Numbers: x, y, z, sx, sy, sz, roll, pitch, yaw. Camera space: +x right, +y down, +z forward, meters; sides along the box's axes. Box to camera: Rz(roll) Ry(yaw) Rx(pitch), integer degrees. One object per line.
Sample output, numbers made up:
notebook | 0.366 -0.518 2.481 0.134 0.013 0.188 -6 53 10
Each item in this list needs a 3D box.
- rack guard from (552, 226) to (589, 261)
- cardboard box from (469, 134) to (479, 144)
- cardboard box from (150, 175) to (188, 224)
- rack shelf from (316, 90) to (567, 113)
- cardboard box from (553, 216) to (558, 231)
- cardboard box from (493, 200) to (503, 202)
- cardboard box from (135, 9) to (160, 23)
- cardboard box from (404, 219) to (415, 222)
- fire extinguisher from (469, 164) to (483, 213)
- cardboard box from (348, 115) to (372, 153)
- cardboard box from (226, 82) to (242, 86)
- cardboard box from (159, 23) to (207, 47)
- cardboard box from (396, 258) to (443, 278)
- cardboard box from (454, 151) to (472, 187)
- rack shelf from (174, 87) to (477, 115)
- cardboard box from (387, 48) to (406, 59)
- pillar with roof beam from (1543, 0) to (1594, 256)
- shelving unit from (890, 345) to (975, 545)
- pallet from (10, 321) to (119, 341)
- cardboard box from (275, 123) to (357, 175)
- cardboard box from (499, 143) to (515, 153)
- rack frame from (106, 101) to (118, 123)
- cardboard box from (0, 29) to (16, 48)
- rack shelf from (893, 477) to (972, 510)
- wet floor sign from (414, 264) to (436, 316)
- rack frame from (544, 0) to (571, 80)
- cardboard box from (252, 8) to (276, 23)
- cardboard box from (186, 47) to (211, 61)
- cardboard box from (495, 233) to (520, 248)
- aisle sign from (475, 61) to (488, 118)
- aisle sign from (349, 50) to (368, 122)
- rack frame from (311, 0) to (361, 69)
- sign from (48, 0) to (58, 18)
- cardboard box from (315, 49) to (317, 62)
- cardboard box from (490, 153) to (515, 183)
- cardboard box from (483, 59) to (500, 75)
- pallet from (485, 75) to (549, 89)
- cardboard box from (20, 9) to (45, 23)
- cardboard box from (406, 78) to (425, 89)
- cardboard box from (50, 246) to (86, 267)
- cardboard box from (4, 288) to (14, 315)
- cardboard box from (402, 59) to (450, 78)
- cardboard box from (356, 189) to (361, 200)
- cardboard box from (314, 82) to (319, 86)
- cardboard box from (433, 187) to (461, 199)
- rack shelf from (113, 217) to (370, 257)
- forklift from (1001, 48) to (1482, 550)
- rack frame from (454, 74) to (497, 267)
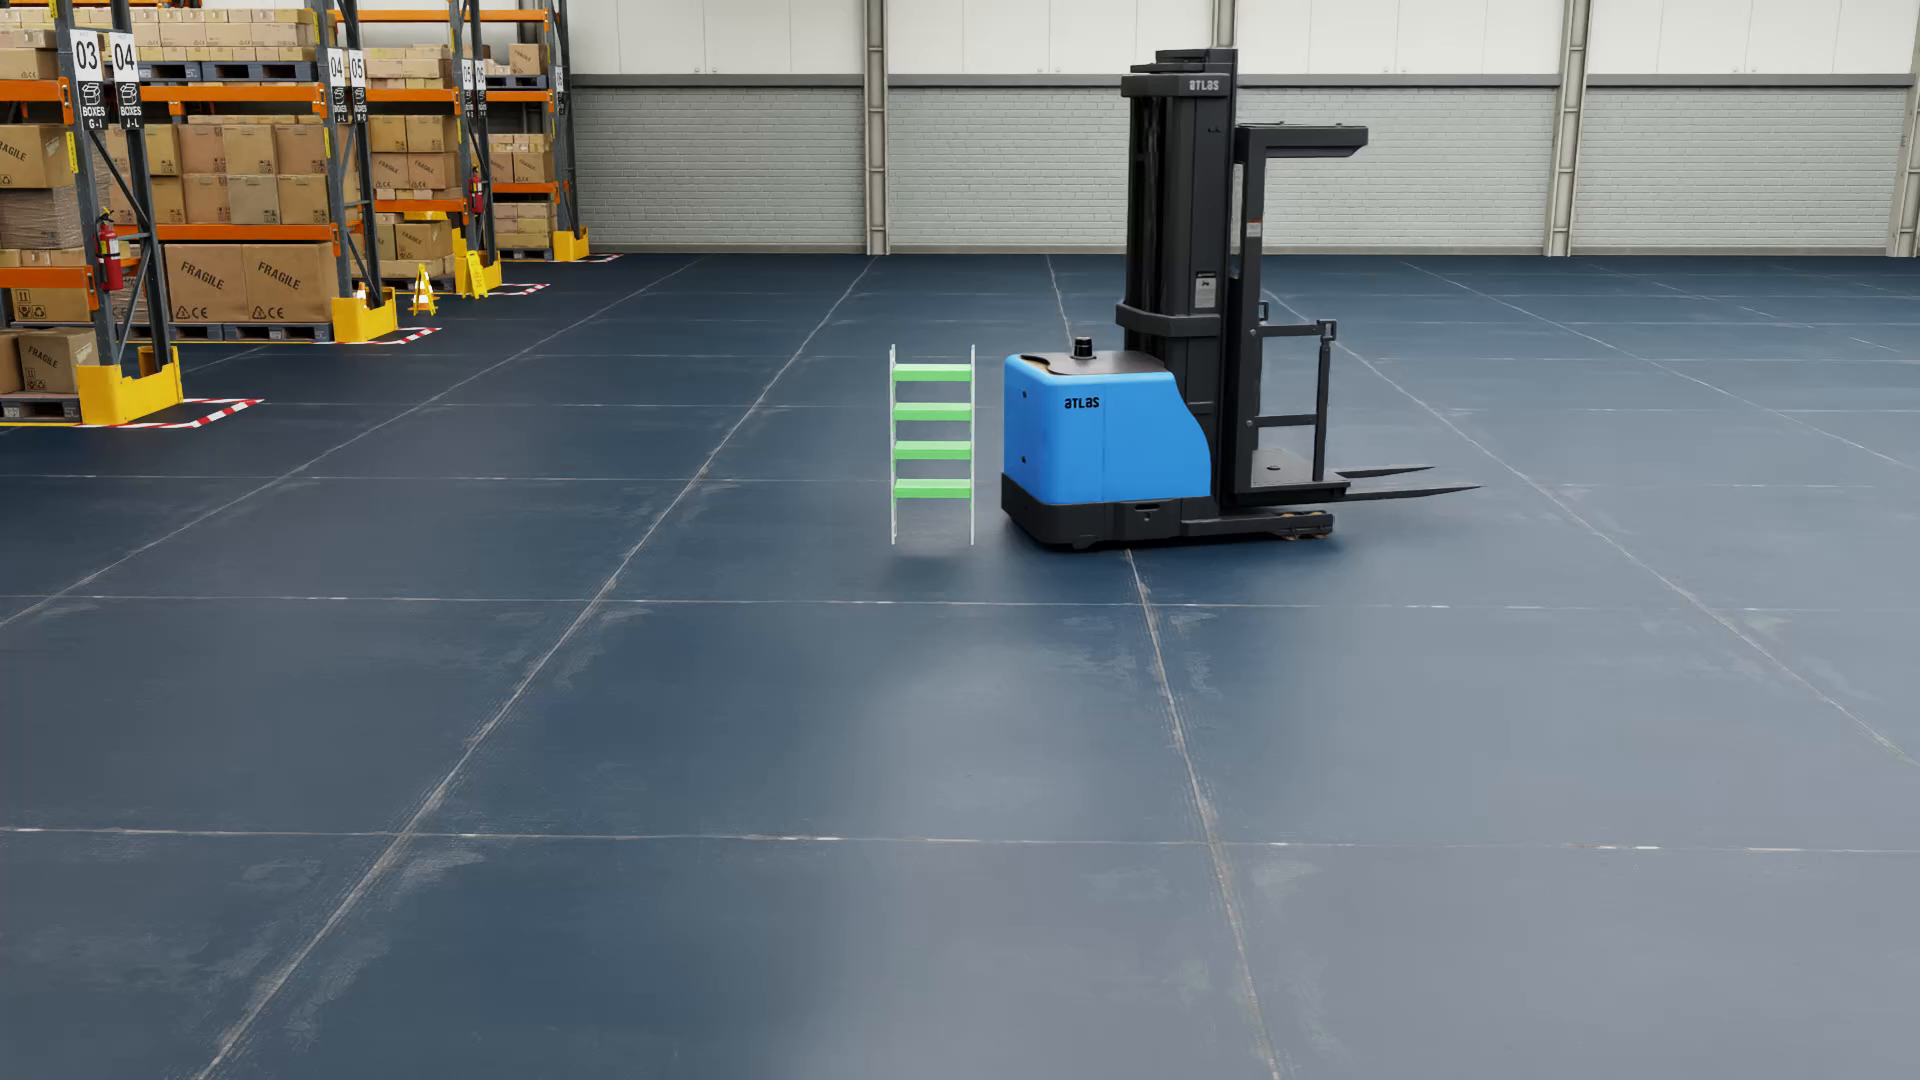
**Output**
rack guard | -6.756 -5.152 28.887 0.348 0.500 1.175 0 15 1
cardboard box | -8.163 -6.798 28.174 0.250 0.149 0.380 1 15 3
cardboard box | -8.939 -3.922 19.031 0.500 0.550 0.875 0 15 1
rack shelf | -8.780 -7.476 28.328 4.000 0.370 1.077 0 15 1
cardboard box | -7.245 -5.532 29.015 0.500 0.250 0.500 1 15 2
cardboard box | -8.255 -5.777 28.965 0.500 0.250 0.500 0 15 1
cardboard box | -8.799 -5.723 18.183 0.250 0.149 0.380 0 15 2
cardboard box | -8.249 -4.409 24.269 0.500 0.500 0.500 0 15 -1
fire extinguisher | -6.801 -4.939 23.333 0.183 0.674 0.296 0 15 1
cardboard box | -8.438 -5.700 23.327 0.500 0.500 0.700 0 15 1
cardboard box | -10.086 -6.396 23.315 0.250 0.149 0.380 0 15 1
cardboard box | -8.427 -5.544 18.285 0.500 0.250 0.500 0 15 1
cardboard box | -7.742 -3.905 23.829 0.500 0.250 0.500 0 15 1
cardboard box | -7.370 -5.361 24.000 0.500 0.500 0.500 0 15 1
rack shelf | -8.903 -6.210 23.530 4.000 0.370 1.077 0 15 1
cardboard box | -7.761 -6.745 23.074 0.250 0.149 0.380 0 15 1
pillar with roof beam | 10.431 -8.281 24.086 0.400 9.000 9.100 0 15 1
shelving unit | -0.165 -0.581 10.191 0.503 1.200 0.258 0 15 1
pallet | -10.169 -2.485 19.344 1.213 0.211 1.003 0 15 1
cardboard box | -7.299 -4.439 18.874 0.550 0.550 0.875 0 15 1
cardboard box | -7.648 -6.665 28.255 0.250 0.149 0.380 1 15 2
rack frame | -14.778 -6.413 28.767 0.127 3.000 1.000 0 15 1
cardboard box | -7.699 -4.092 13.603 0.250 0.149 0.380 0 15 0
rack shelf | -0.165 -0.287 10.269 0.480 0.148 0.258 0 15 1
wet floor sign | -6.849 -3.198 21.197 0.232 0.644 0.267 -2 15 -8
rack frame | -6.780 -9.261 27.804 0.127 3.000 1.000 0 15 1
cardboard box | -7.524 -5.715 18.153 0.250 0.149 0.380 0 15 2
cardboard box | -8.287 -5.335 18.273 0.250 0.149 0.380 0 15 1
cardboard box | -7.755 -5.162 28.594 0.500 0.250 0.500 0 15 1
aisle sign | -6.833 -6.431 23.738 0.004 0.787 0.394 0 15 1
aisle sign | -6.850 -5.165 18.941 0.004 0.787 0.394 0 15 1
rack frame | -6.929 -6.733 18.219 0.127 3.000 1.000 0 15 1
sign | -7.191 -4.305 13.161 0.005 0.325 0.100 0 15 1
cardboard box | -7.263 -5.496 18.885 0.250 0.149 0.380 0 15 2
cardboard box | -7.797 -6.351 28.336 0.500 0.500 0.500 1 15 3
cardboard box | -7.870 -7.927 27.870 0.258 0.266 0.396 0 15 2
pallet | -7.486 -7.780 28.240 1.213 0.211 1.003 0 15 1
cardboard box | -10.064 -5.732 18.215 0.250 0.149 0.380 0 15 1
cardboard box | -7.517 -6.348 23.133 0.250 0.149 0.380 0 15 2
cardboard box | -7.446 -2.395 14.032 0.250 0.149 0.380 0 15 1
cardboard box | -11.550 -2.954 19.245 0.750 0.750 1.050 0 15 1
cardboard box | -7.422 -6.551 23.122 0.500 0.250 0.500 0 15 1
cardboard box | -8.563 -4.912 23.570 0.250 0.149 0.380 0 15 1
cardboard box | -8.804 -6.353 23.154 0.250 0.149 0.380 0 15 1
cardboard box | -7.283 -4.921 23.606 0.250 0.149 0.380 1 15 3
rack shelf | -8.928 -3.497 19.125 4.000 0.370 1.077 0 15 1
forklift | 1.843 -1.541 10.435 3.031 2.935 1.130 -4 15 -13
rack frame | -6.903 -5.095 23.771 0.127 3.000 1.000 0 15 1
